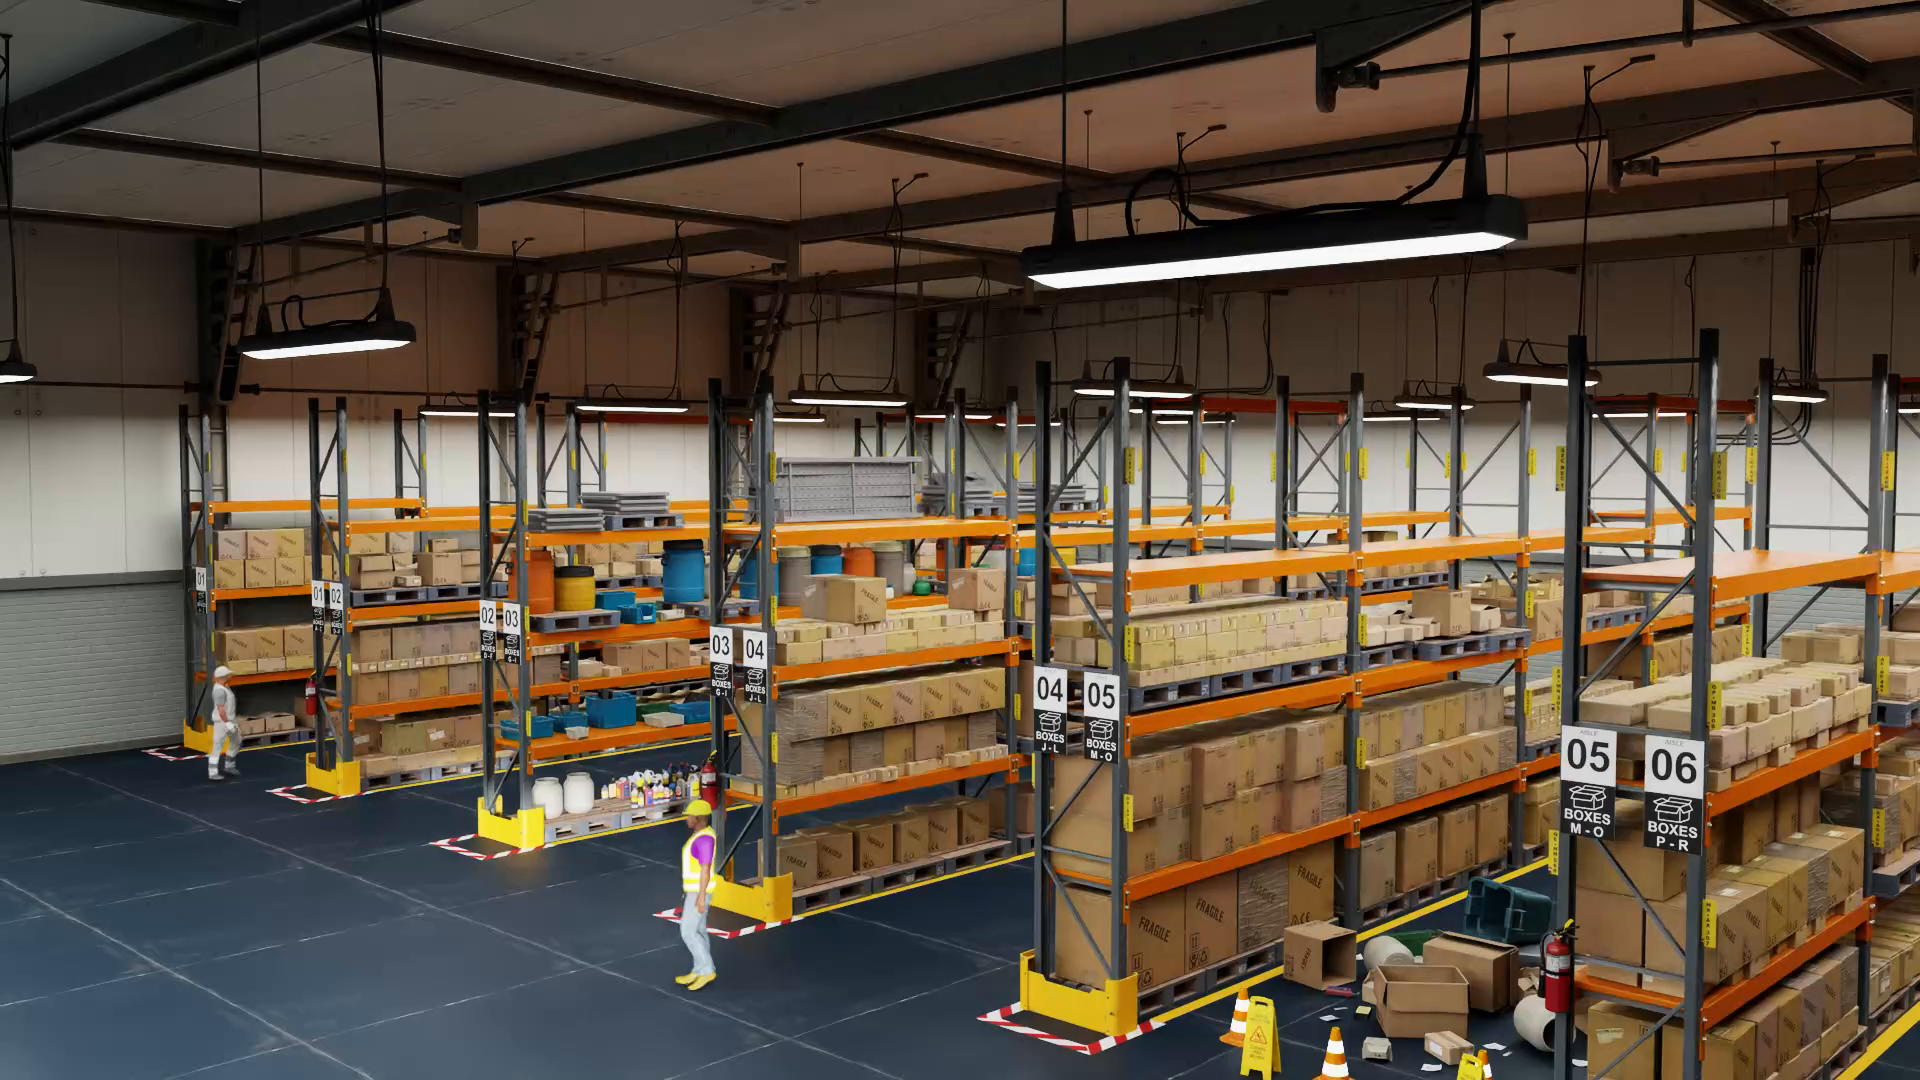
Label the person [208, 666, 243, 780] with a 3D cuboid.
[{"bbox_3d":[-11.651,2.896,26.404,0.482,1.811,0.674,0,3,-6],"label":"person"}]

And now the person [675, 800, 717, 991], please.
[{"bbox_3d":[-2.570,3.431,16.163,0.409,1.792,0.628,-1,3,-10],"label":"person"}]
